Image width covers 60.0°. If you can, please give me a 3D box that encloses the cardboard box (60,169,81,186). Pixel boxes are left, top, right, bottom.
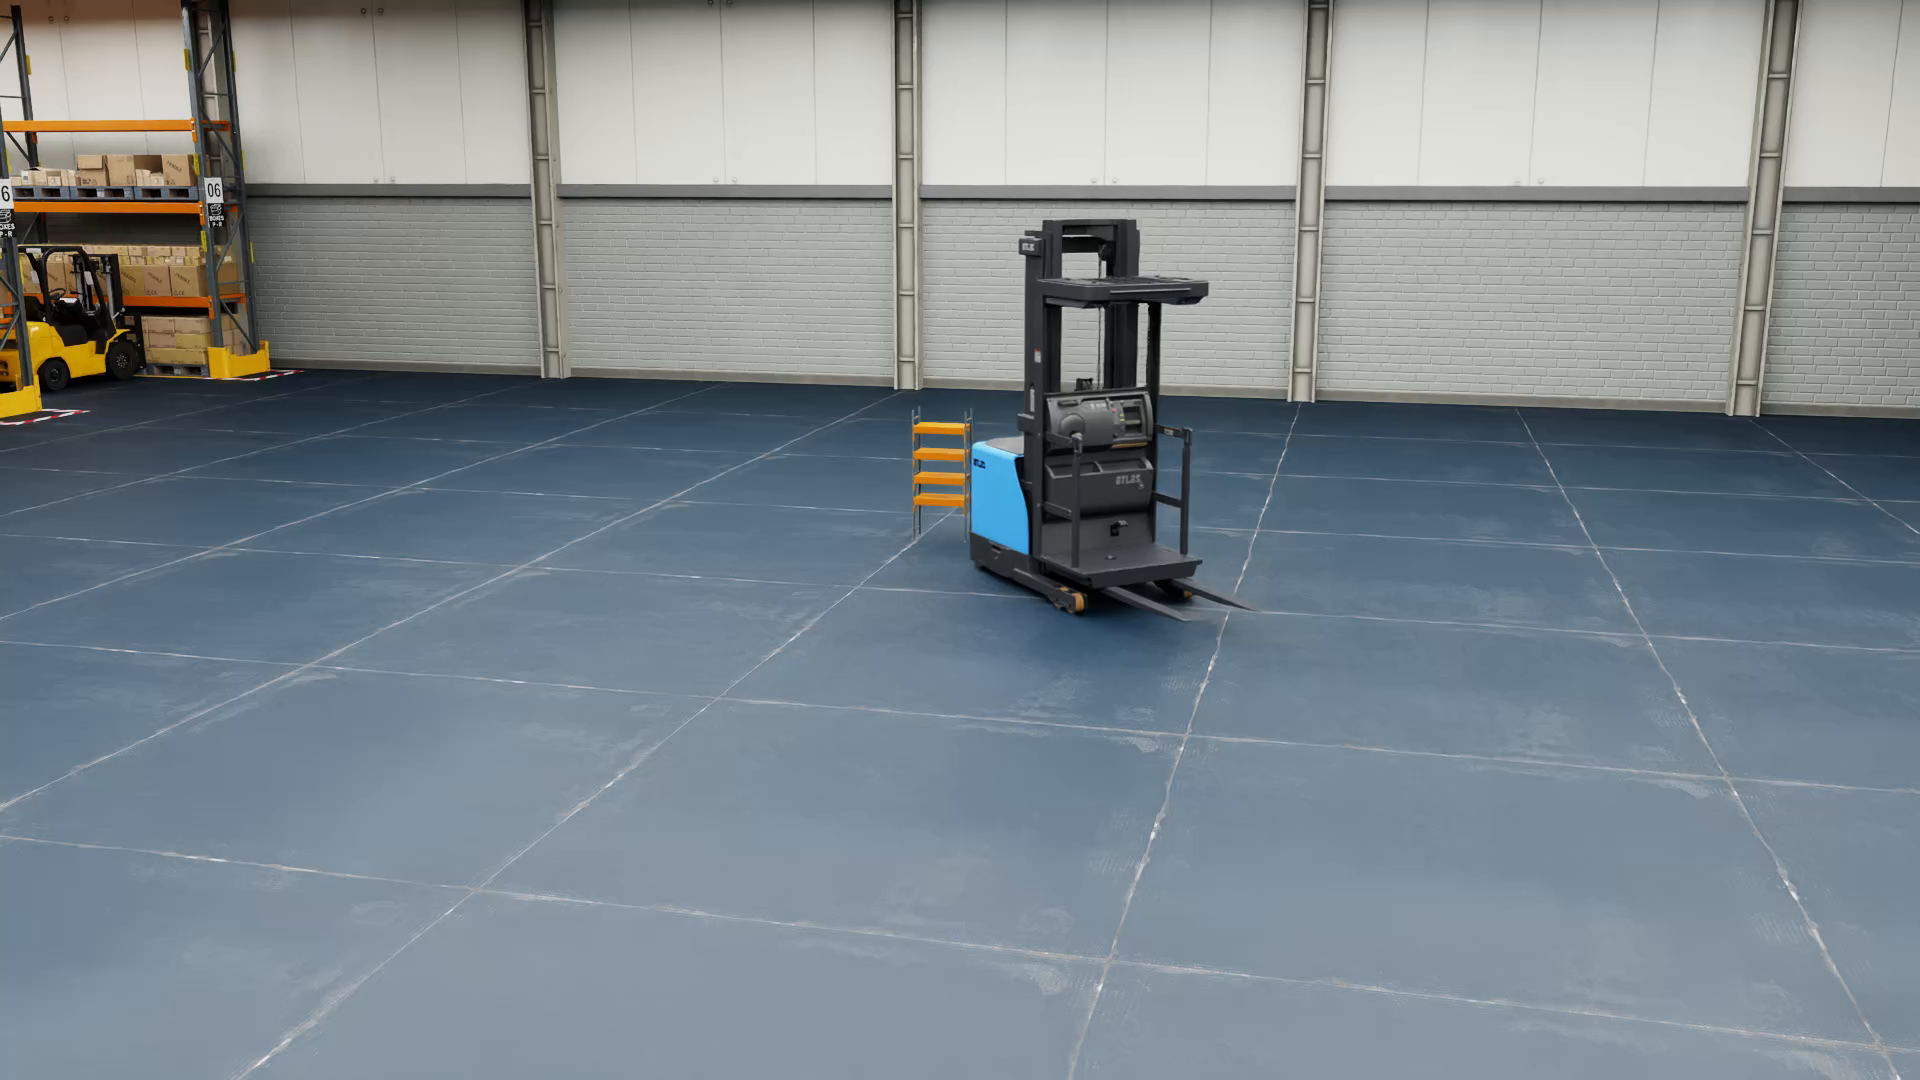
[{"bbox_3d":[-14.503,-5.944,27.285,0.258,0.266,0.396,3,13,12],"label":"cardboard box"}]

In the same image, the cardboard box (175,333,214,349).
[{"bbox_3d":[-12.535,-3.291,27.366,0.500,0.250,0.500,3,13,13],"label":"cardboard box"}]

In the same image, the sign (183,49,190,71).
[{"bbox_3d":[-12.131,-7.535,26.080,0.005,0.325,0.100,3,13,14],"label":"sign"}]

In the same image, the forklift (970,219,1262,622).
[{"bbox_3d":[1.196,-0.973,12.850,1.130,2.935,3.031,-6,14,-26],"label":"forklift"}]

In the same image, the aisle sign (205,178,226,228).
[{"bbox_3d":[-11.994,-5.429,26.775,0.004,0.787,0.394,3,13,14],"label":"aisle sign"}]

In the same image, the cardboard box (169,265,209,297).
[{"bbox_3d":[-12.528,-4.244,27.206,0.500,0.500,0.500,3,13,12],"label":"cardboard box"}]

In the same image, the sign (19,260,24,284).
[{"bbox_3d":[-13.043,-3.718,23.066,0.005,0.325,0.100,3,13,14],"label":"sign"}]

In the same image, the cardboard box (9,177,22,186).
[{"bbox_3d":[-15.508,-5.941,27.539,0.250,0.149,0.380,3,13,15],"label":"cardboard box"}]

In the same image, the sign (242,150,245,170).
[{"bbox_3d":[-11.849,-6.271,27.447,0.005,0.325,0.100,3,13,14],"label":"sign"}]

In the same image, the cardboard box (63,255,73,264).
[{"bbox_3d":[-14.637,-4.663,27.597,0.250,0.149,0.380,3,13,13],"label":"cardboard box"}]

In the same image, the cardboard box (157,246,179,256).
[{"bbox_3d":[-12.893,-4.724,27.185,0.250,0.149,0.380,3,13,15],"label":"cardboard box"}]

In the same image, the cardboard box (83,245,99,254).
[{"bbox_3d":[-14.363,-4.814,27.591,0.250,0.149,0.380,3,13,13],"label":"cardboard box"}]

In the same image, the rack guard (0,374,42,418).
[{"bbox_3d":[-13.247,-1.964,22.934,0.348,0.500,1.175,3,13,14],"label":"rack guard"}]

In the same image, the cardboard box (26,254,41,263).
[{"bbox_3d":[-15.373,-4.713,27.822,0.250,0.149,0.380,3,13,15],"label":"cardboard box"}]

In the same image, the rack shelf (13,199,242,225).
[{"bbox_3d":[-13.929,-5.442,27.571,4.000,0.370,1.077,3,13,14],"label":"rack shelf"}]

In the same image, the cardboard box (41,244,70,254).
[{"bbox_3d":[-15.107,-4.858,27.790,0.250,0.149,0.380,3,13,12],"label":"cardboard box"}]

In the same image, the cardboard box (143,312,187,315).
[{"bbox_3d":[-13.378,-3.694,28.027,0.500,0.250,0.500,3,13,13],"label":"cardboard box"}]

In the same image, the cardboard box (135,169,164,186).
[{"bbox_3d":[-13.111,-5.870,26.949,0.258,0.266,0.396,3,13,14],"label":"cardboard box"}]

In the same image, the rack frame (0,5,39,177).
[{"bbox_3d":[-15.871,-7.361,27.636,0.127,3.000,1.000,3,13,14],"label":"rack frame"}]

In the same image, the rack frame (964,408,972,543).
[{"bbox_3d":[0.076,-0.582,15.085,0.015,1.200,0.240,3,13,14],"label":"rack frame"}]

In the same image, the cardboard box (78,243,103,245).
[{"bbox_3d":[-14.737,-4.958,28.238,0.250,0.149,0.380,3,13,12],"label":"cardboard box"}]

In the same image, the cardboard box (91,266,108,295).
[{"bbox_3d":[-14.018,-4.323,27.563,0.500,0.500,0.500,3,13,14],"label":"cardboard box"}]

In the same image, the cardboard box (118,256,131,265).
[{"bbox_3d":[-13.643,-4.611,27.362,0.250,0.149,0.380,3,13,14],"label":"cardboard box"}]

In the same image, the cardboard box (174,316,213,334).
[{"bbox_3d":[-12.509,-3.534,27.307,0.500,0.250,0.500,4,13,15],"label":"cardboard box"}]

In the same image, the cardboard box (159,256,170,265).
[{"bbox_3d":[-12.884,-4.583,27.235,0.250,0.149,0.380,3,13,15],"label":"cardboard box"}]

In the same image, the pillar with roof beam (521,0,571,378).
[{"bbox_3d":[-7.654,-6.163,22.234,0.400,9.000,9.100,3,13,14],"label":"pillar with roof beam"}]

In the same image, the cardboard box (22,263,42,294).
[{"bbox_3d":[-15.503,-4.403,27.924,0.500,0.500,0.500,3,13,12],"label":"cardboard box"}]

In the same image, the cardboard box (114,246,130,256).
[{"bbox_3d":[-13.649,-4.755,27.325,0.250,0.149,0.380,3,13,15],"label":"cardboard box"}]

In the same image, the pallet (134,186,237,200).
[{"bbox_3d":[-12.668,-5.688,27.225,1.213,0.211,1.003,3,13,14],"label":"pallet"}]

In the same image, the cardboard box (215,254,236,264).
[{"bbox_3d":[-12.255,-4.662,27.595,0.250,0.149,0.380,3,13,12],"label":"cardboard box"}]

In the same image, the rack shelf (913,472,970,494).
[{"bbox_3d":[-0.161,-0.529,15.157,0.480,0.148,0.258,3,13,14],"label":"rack shelf"}]

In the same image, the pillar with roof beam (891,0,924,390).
[{"bbox_3d":[-1.829,-5.851,20.831,0.400,9.000,9.100,3,13,14],"label":"pillar with roof beam"}]

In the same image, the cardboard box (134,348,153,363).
[{"bbox_3d":[-13.483,-3.101,27.664,0.500,0.250,0.500,3,13,14],"label":"cardboard box"}]

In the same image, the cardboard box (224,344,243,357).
[{"bbox_3d":[-12.418,-3.154,27.903,0.500,0.250,0.500,3,13,14],"label":"cardboard box"}]

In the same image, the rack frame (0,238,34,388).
[{"bbox_3d":[-13.173,-3.181,22.645,0.127,3.000,1.000,3,13,14],"label":"rack frame"}]

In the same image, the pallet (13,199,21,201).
[{"bbox_3d":[-16.730,-5.846,28.176,1.217,0.209,0.805,3,13,11],"label":"pallet"}]

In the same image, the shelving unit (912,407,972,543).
[{"bbox_3d":[-0.161,-0.594,15.143,0.503,1.200,0.258,3,13,14],"label":"shelving unit"}]

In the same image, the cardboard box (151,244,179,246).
[{"bbox_3d":[-13.267,-4.854,27.770,0.250,0.149,0.380,3,13,15],"label":"cardboard box"}]

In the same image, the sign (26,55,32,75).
[{"bbox_3d":[-15.714,-8.010,28.038,0.005,0.325,0.100,3,13,14],"label":"sign"}]
